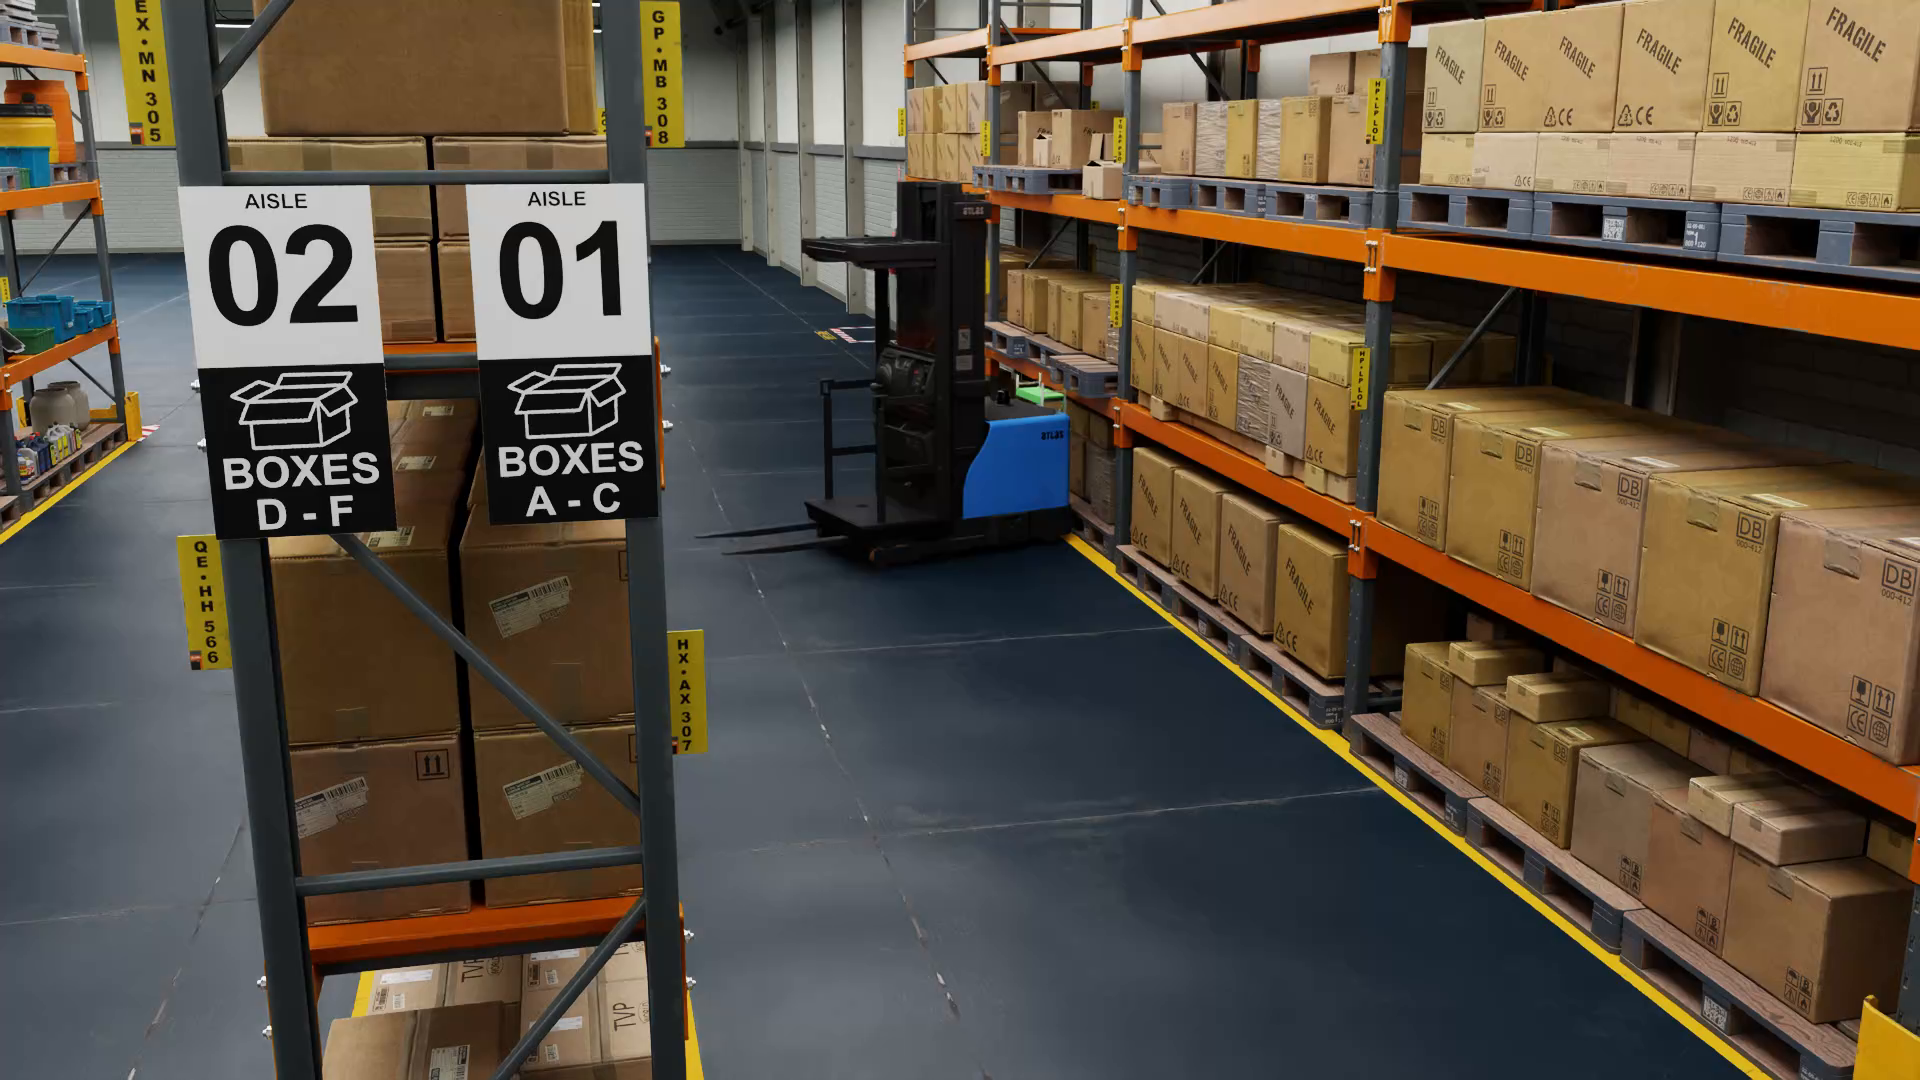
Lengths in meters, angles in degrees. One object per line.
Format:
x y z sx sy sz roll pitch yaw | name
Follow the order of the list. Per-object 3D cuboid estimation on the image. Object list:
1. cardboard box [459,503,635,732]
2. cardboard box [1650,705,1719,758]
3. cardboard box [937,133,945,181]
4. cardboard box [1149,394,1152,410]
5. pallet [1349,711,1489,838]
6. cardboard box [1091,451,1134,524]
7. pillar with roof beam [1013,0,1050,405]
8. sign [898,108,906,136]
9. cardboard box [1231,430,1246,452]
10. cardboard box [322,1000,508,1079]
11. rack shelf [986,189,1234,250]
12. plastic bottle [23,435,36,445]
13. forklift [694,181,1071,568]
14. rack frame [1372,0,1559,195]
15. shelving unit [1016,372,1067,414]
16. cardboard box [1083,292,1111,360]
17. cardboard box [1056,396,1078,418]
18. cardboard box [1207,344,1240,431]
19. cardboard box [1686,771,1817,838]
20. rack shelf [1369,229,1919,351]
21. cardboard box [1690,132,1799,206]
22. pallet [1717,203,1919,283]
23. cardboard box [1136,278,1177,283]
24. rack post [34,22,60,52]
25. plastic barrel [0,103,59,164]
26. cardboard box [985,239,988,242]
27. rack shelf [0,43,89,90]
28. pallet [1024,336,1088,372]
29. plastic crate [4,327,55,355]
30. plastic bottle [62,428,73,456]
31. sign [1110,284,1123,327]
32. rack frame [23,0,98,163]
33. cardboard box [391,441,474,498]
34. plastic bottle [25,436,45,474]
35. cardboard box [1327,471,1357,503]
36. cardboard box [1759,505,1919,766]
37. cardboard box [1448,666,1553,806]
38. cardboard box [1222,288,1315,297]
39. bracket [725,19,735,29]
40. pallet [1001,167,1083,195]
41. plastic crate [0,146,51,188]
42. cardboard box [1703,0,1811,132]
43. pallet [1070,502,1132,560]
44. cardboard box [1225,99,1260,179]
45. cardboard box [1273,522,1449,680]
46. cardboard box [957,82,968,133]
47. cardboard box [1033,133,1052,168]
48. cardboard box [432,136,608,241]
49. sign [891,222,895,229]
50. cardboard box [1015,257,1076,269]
-1.068 0.186 4.529 0.500 0.500 0.500 -3 14 -11 | cardboard box
3.256 0.825 7.247 0.380 0.149 0.250 -3 14 -13 | cardboard box
0.035 -4.188 18.174 0.500 0.500 0.500 -2 14 -10 | cardboard box
1.618 -1.026 12.292 0.380 0.149 0.250 -3 14 -12 | cardboard box
2.757 1.172 8.686 1.003 0.211 1.213 -3 14 -13 | pallet
1.495 -0.448 13.781 0.700 0.500 0.500 -3 14 -12 | cardboard box
-3.343 -5.692 18.265 9.100 9.000 0.400 -3 14 -13 | pillar with roof beam
-0.691 -4.982 19.839 0.100 0.325 0.005 -3 14 -13 | sign
1.993 -0.670 10.836 0.380 0.149 0.250 -3 14 -11 | cardboard box
-1.588 1.726 4.882 0.500 0.500 0.500 -3 14 -13 | cardboard box
1.245 -2.855 14.486 1.077 0.370 4.000 -3 14 -13 | rack shelf
-8.923 -0.884 16.035 0.152 0.276 0.135 -3 14 -13 | plastic bottle
-0.617 -1.345 13.255 3.031 2.935 1.130 -7 16 -28 | forklift
2.654 -3.277 8.379 1.000 3.000 0.127 -3 14 -13 | rack frame
0.696 -0.814 14.425 0.258 1.200 0.503 -6 17 -23 | shelving unit
1.437 -1.783 13.767 0.700 0.500 0.500 -5 14 -18 | cardboard box
1.197 -1.182 15.204 0.500 0.250 0.500 -4 14 -15 | cardboard box
1.940 -1.006 10.846 0.500 0.500 0.500 -3 14 -12 | cardboard box
3.064 1.021 6.443 0.380 0.149 0.250 -3 14 -12 | cardboard box
3.124 -1.009 6.932 1.077 0.370 4.000 -3 14 -13 | rack shelf
3.040 -1.351 6.037 0.500 0.250 0.500 -4 14 -15 | cardboard box
3.409 -1.025 5.667 1.003 0.211 1.213 -3 14 -13 | pallet
1.515 -2.014 13.347 0.380 0.149 0.250 -6 15 -23 | cardboard box
-9.740 -5.069 16.767 0.937 0.300 0.954 -2 14 -7 | rack post
-9.403 -4.075 16.687 0.600 0.588 0.600 0 14 0 | plastic barrel
0.153 -3.335 19.952 0.500 0.500 0.500 -3 14 -14 | cardboard box
-9.324 -4.488 15.695 1.077 0.370 4.000 -3 14 -13 | rack shelf
1.210 -1.647 14.751 1.003 0.211 1.213 -3 14 -13 | pallet
-8.899 -1.882 15.757 0.450 0.188 0.662 -3 14 -13 | plastic crate
-8.871 -0.978 16.424 0.152 0.276 0.135 -4 14 -15 | plastic bottle
1.190 -1.777 12.608 0.100 0.325 0.005 -3 14 -13 | sign
-9.794 -5.493 17.450 1.000 3.000 0.127 -3 14 -13 | rack frame
-1.838 -0.020 5.373 0.500 0.500 0.500 -3 14 -12 | cardboard box
-8.641 -0.792 15.504 0.144 0.351 0.185 -3 14 -12 | plastic bottle
2.300 -0.313 9.373 0.380 0.149 0.250 -3 14 -13 | cardboard box
3.464 0.297 5.758 0.980 0.700 0.700 -3 14 -11 | cardboard box
2.845 0.942 8.134 0.700 0.500 0.500 -3 14 -14 | cardboard box
2.192 -1.643 11.871 0.500 0.250 0.500 -4 14 -15 | cardboard box
-6.452 -14.486 46.674 0.235 0.232 0.430 -3 14 -13 | bracket
1.064 -3.187 14.726 1.213 0.211 1.003 -3 14 -13 | pallet
-9.053 -3.605 16.076 0.392 0.384 0.575 -3 14 -13 | plastic crate
3.050 -1.711 5.929 0.500 0.500 0.500 -3 14 -11 | cardboard box
1.533 -0.111 13.938 1.003 0.211 1.213 -3 14 -13 | pallet
2.177 -2.649 10.990 0.700 0.500 0.500 -3 14 -10 | cardboard box
2.375 0.335 9.881 0.750 0.750 0.750 -3 14 -13 | cardboard box
0.255 -4.436 17.086 0.500 0.500 0.500 -3 14 -10 | cardboard box
0.971 -3.553 15.134 0.500 0.311 0.500 -3 14 -11 | cardboard box
-1.088 -0.923 4.328 0.500 0.250 0.500 -3 14 -13 | cardboard box
-1.148 -5.381 28.439 0.001 0.109 0.331 -3 14 -13 | sign
0.868 -2.629 17.063 0.500 0.500 0.500 -4 14 -14 | cardboard box
